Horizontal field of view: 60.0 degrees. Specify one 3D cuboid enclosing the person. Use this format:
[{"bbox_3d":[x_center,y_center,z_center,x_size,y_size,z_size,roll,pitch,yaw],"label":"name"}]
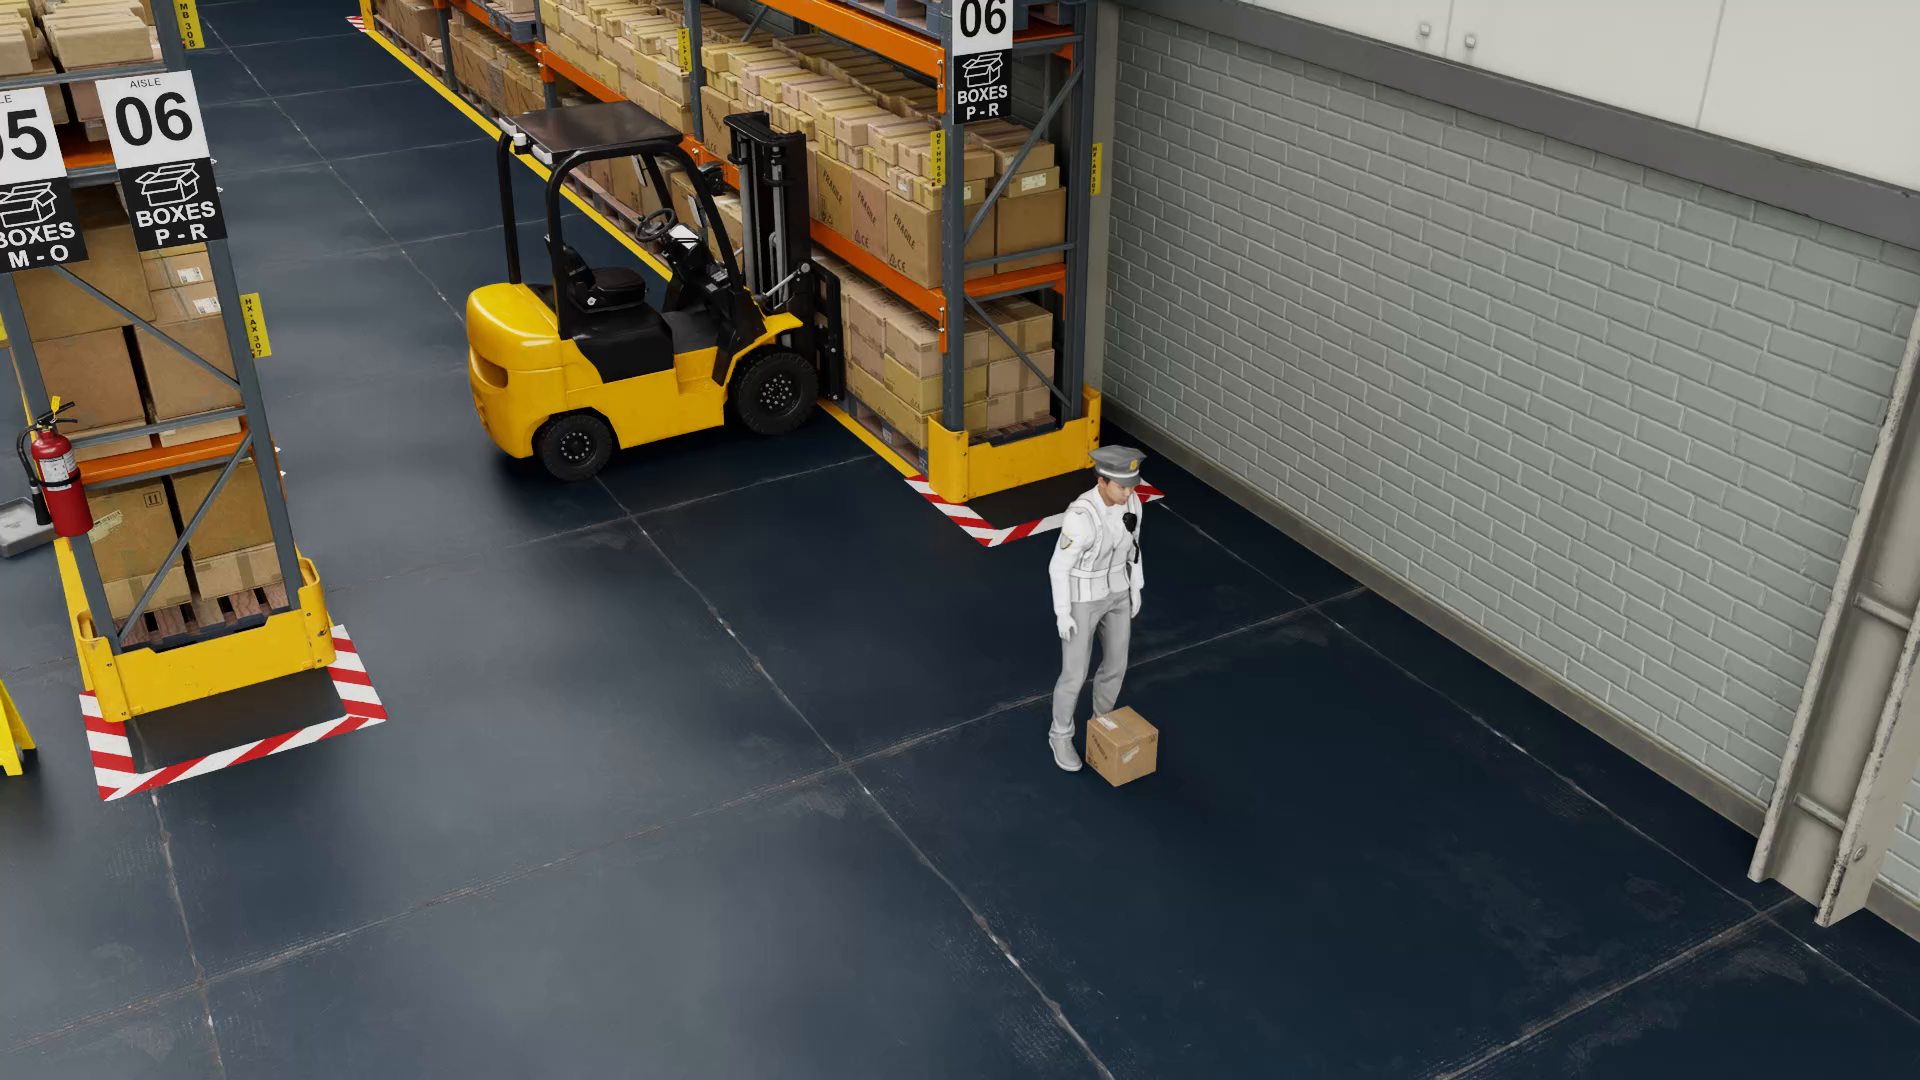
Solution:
[{"bbox_3d":[0.668,0.297,8.021,0.535,1.662,0.373,-18,34,-29],"label":"person"}]
